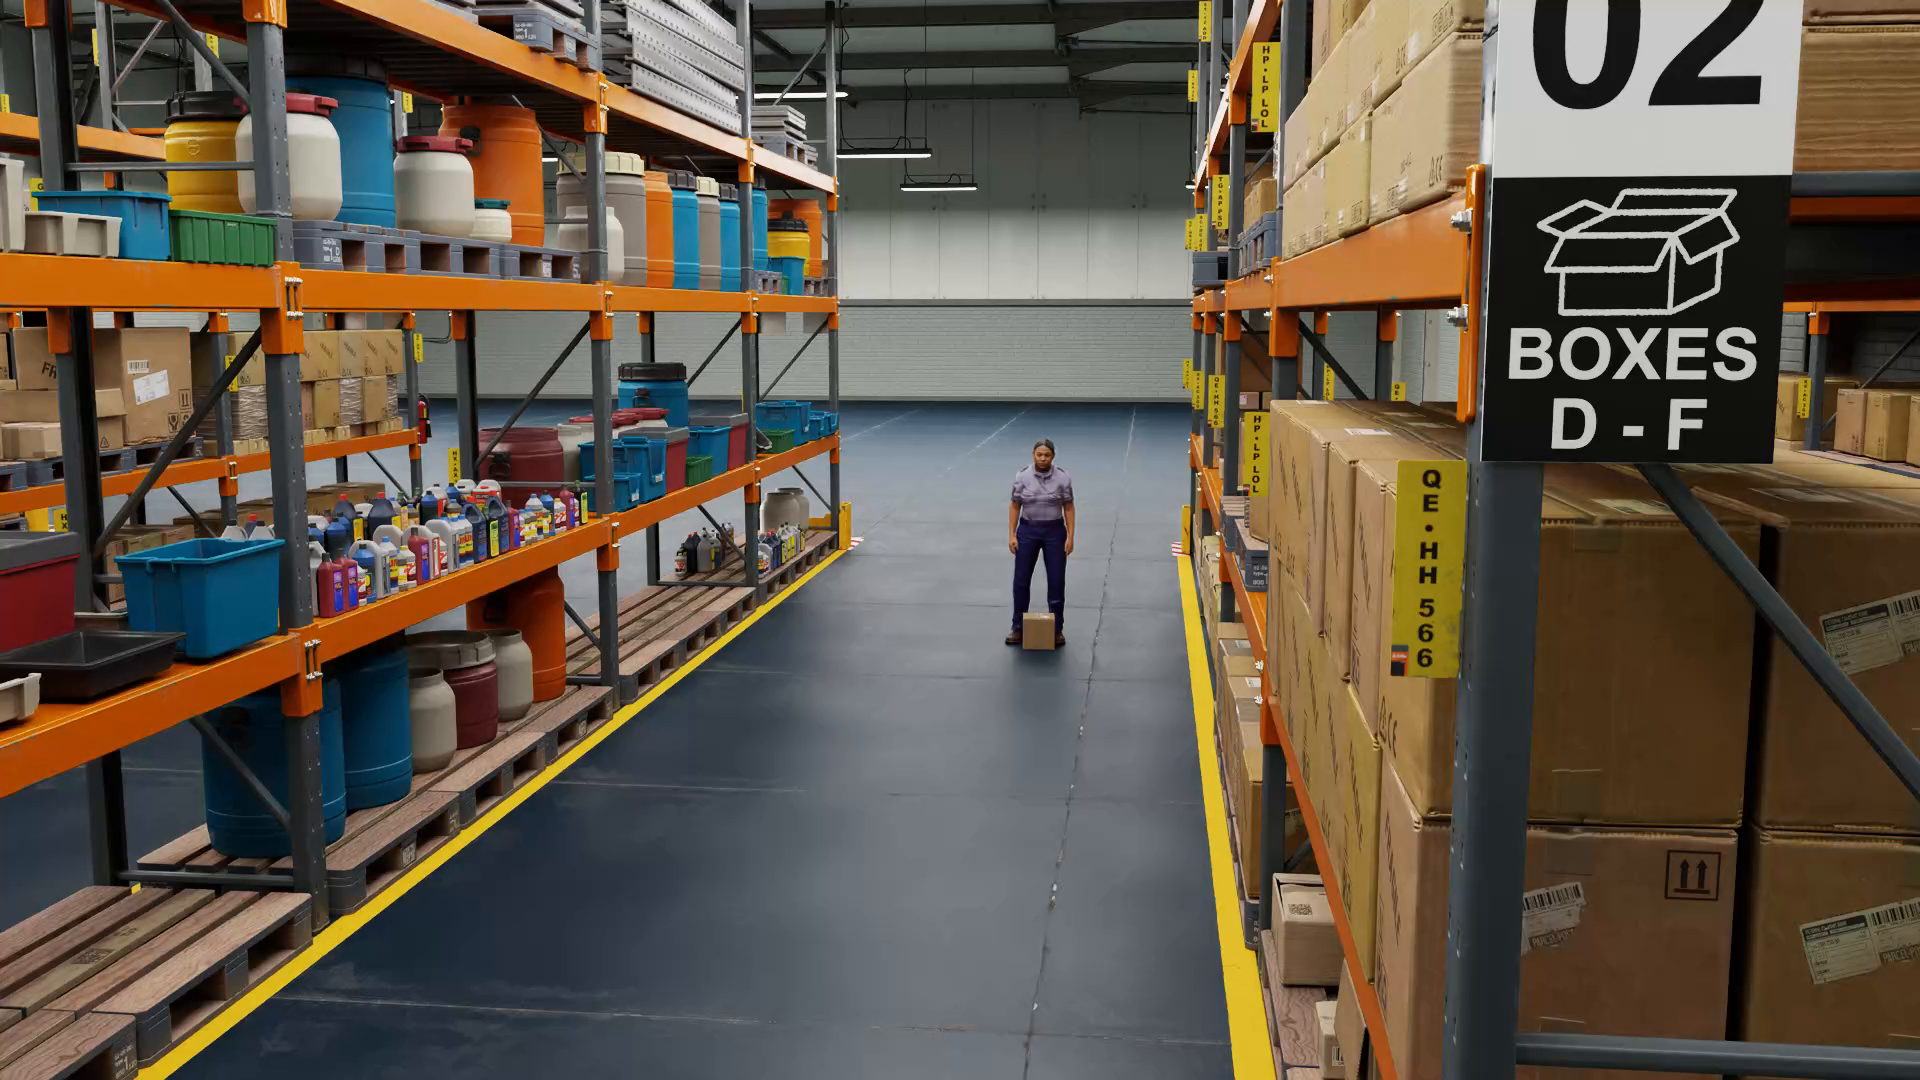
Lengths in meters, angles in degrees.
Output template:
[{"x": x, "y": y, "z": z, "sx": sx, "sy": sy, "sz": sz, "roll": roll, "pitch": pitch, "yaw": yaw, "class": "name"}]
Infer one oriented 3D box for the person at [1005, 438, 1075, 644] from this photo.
[{"x": 0.645, "y": -0.001, "z": 13.340, "sx": 0.547, "sy": 1.651, "sz": 0.367, "roll": 1, "pitch": 8, "yaw": 6, "class": "person"}]
